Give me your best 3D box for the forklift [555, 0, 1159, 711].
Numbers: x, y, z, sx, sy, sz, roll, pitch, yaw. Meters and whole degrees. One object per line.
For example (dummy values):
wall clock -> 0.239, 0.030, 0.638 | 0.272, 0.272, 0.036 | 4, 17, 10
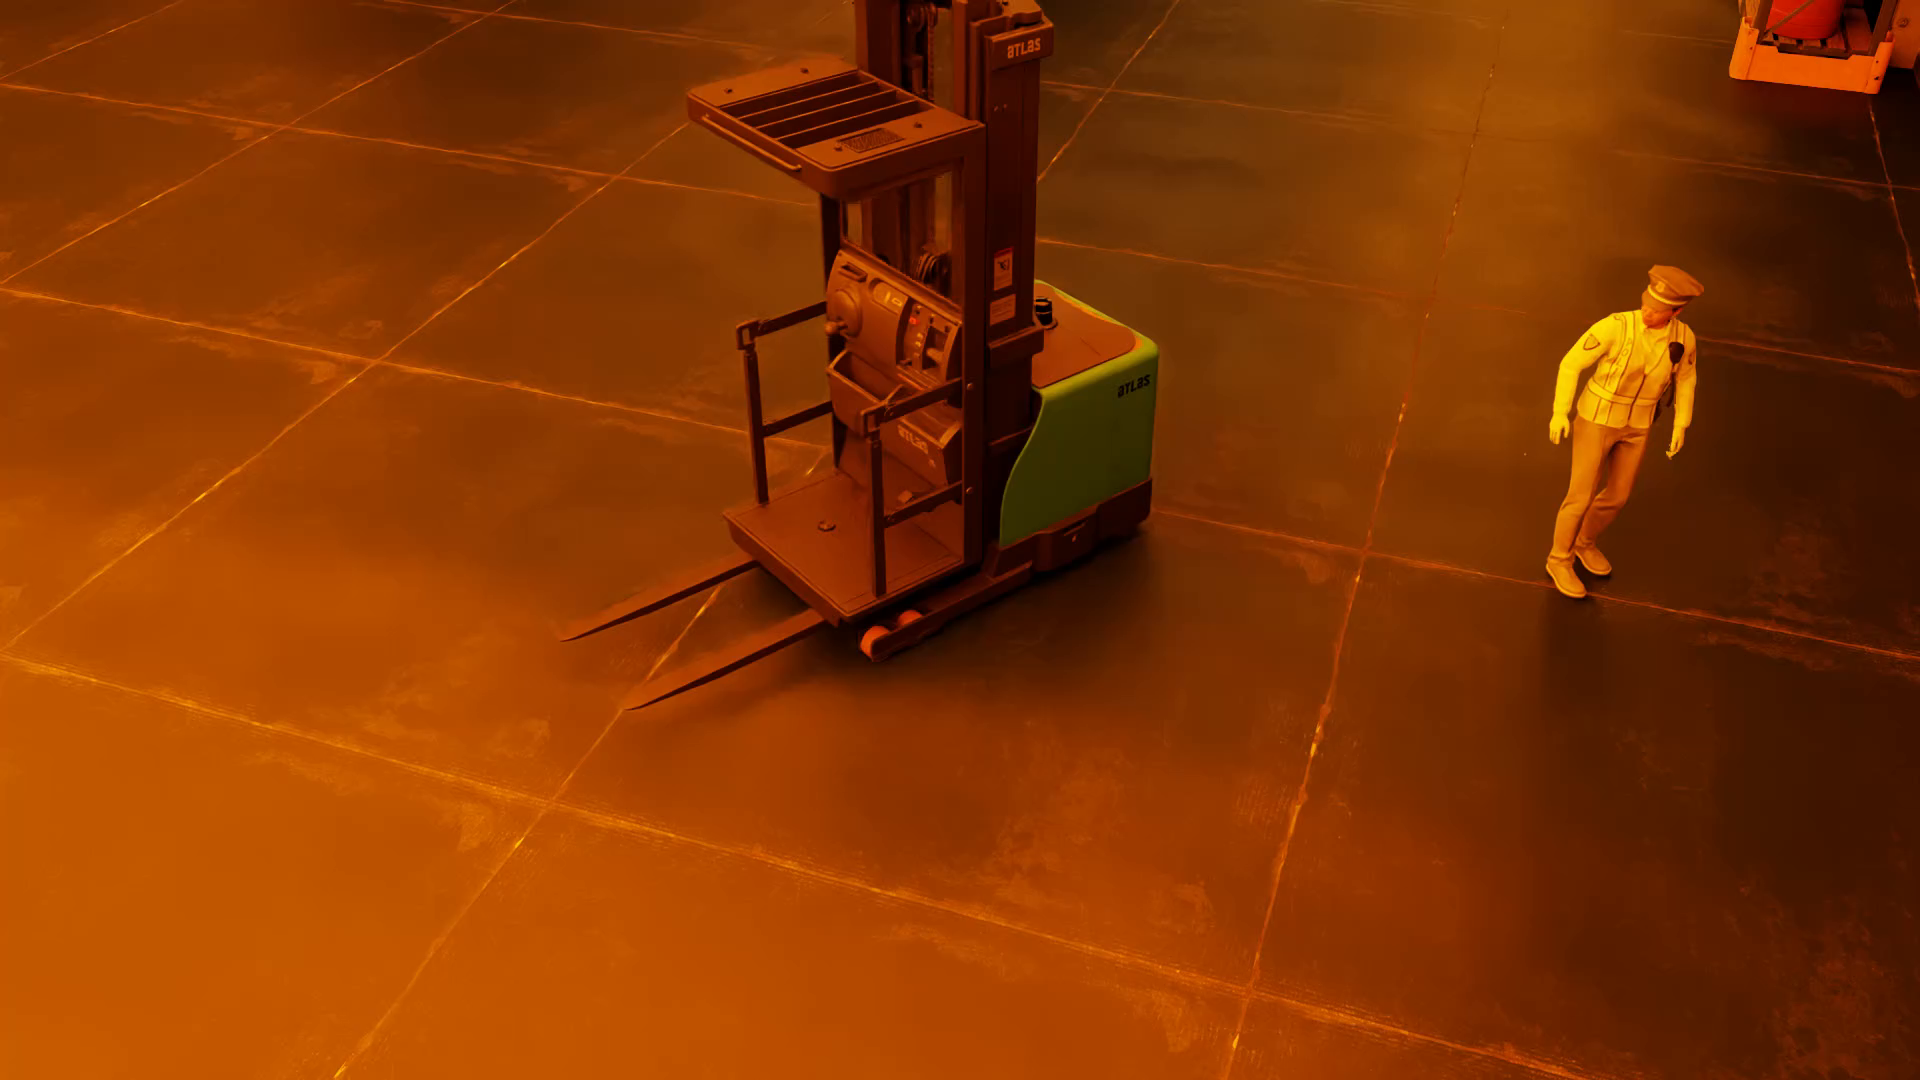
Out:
forklift -> -0.474, -0.971, 7.480 | 3.031, 2.935, 1.130 | -25, 42, -31

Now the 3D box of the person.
person -> 3.171, -0.514, 7.941 | 0.687, 1.658, 0.459 | -3, 35, -4
